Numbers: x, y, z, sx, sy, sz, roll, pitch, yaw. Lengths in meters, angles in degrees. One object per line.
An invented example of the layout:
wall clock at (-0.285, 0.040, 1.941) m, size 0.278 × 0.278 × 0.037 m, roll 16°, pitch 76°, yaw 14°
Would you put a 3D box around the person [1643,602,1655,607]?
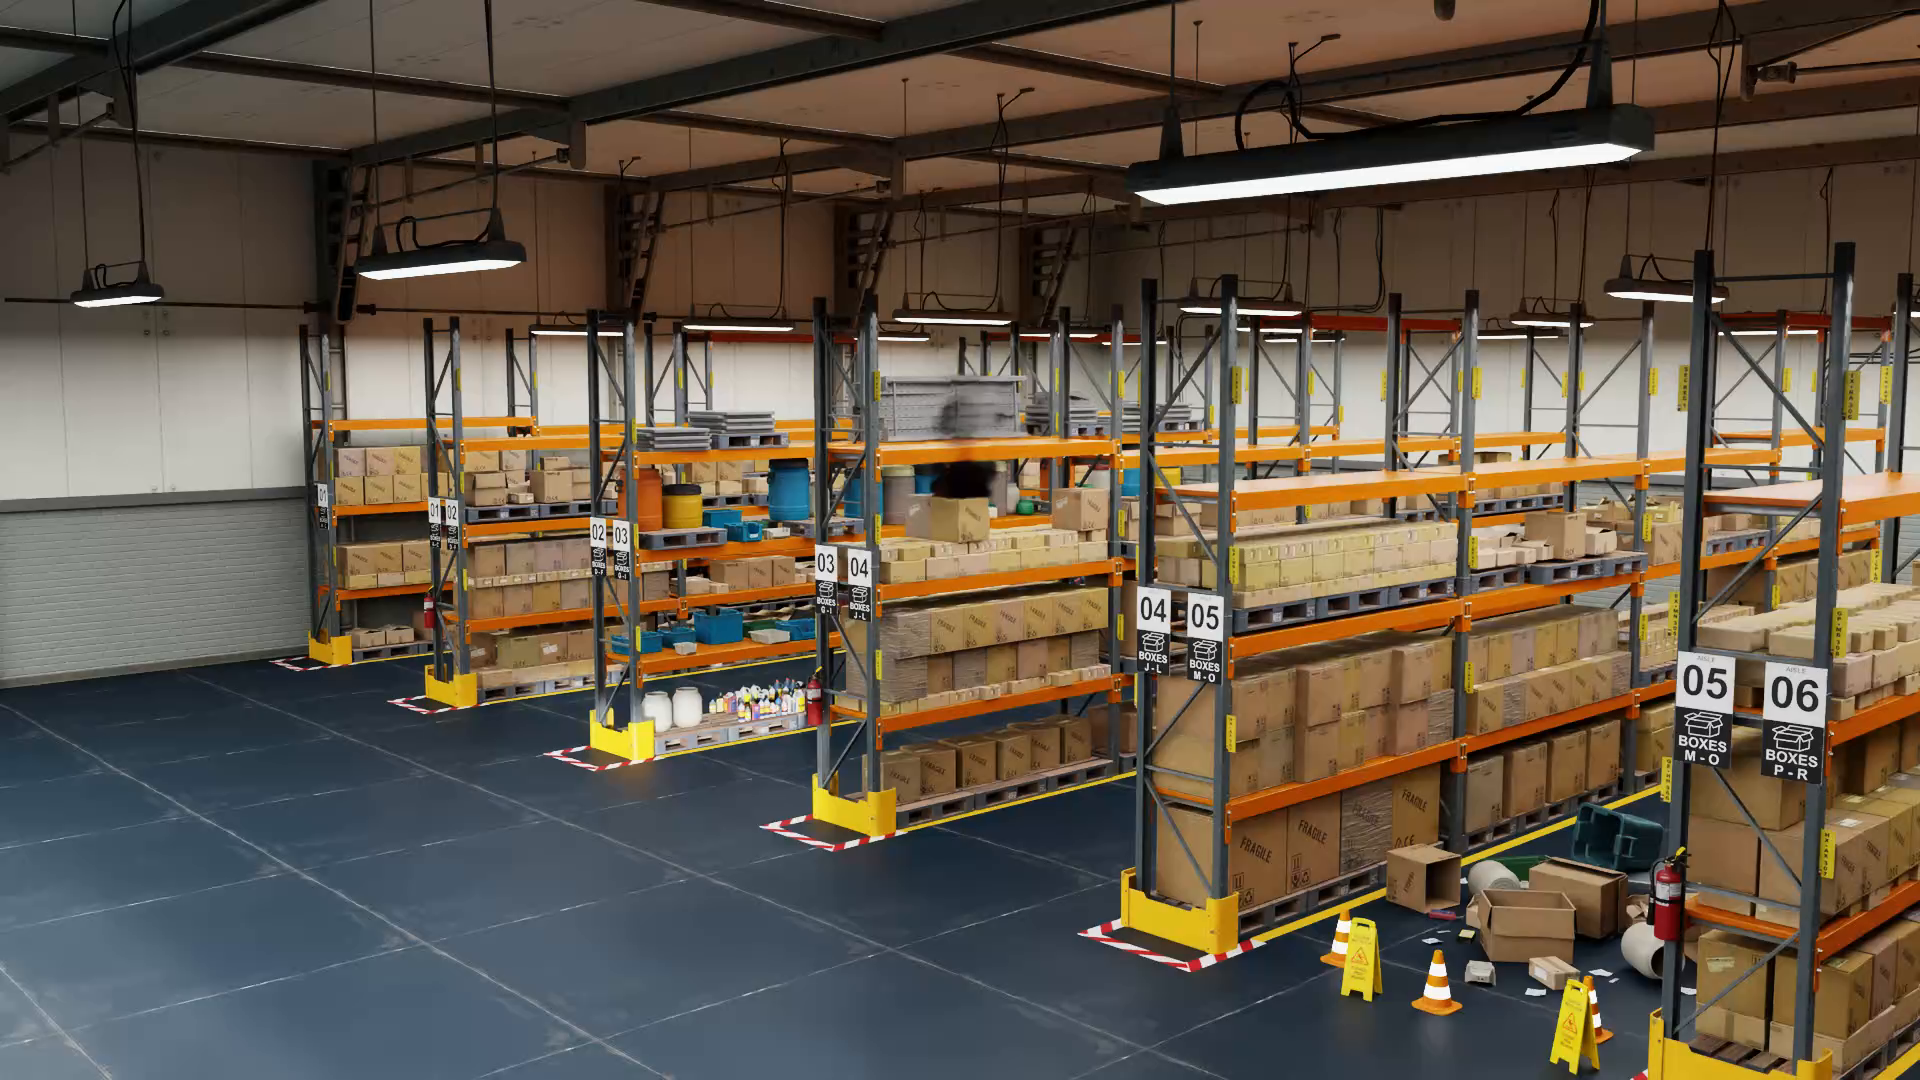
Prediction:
person at (10.539, 1.766, 25.539) m, size 0.592 × 1.636 × 0.548 m, roll -4°, pitch 7°, yaw -37°
